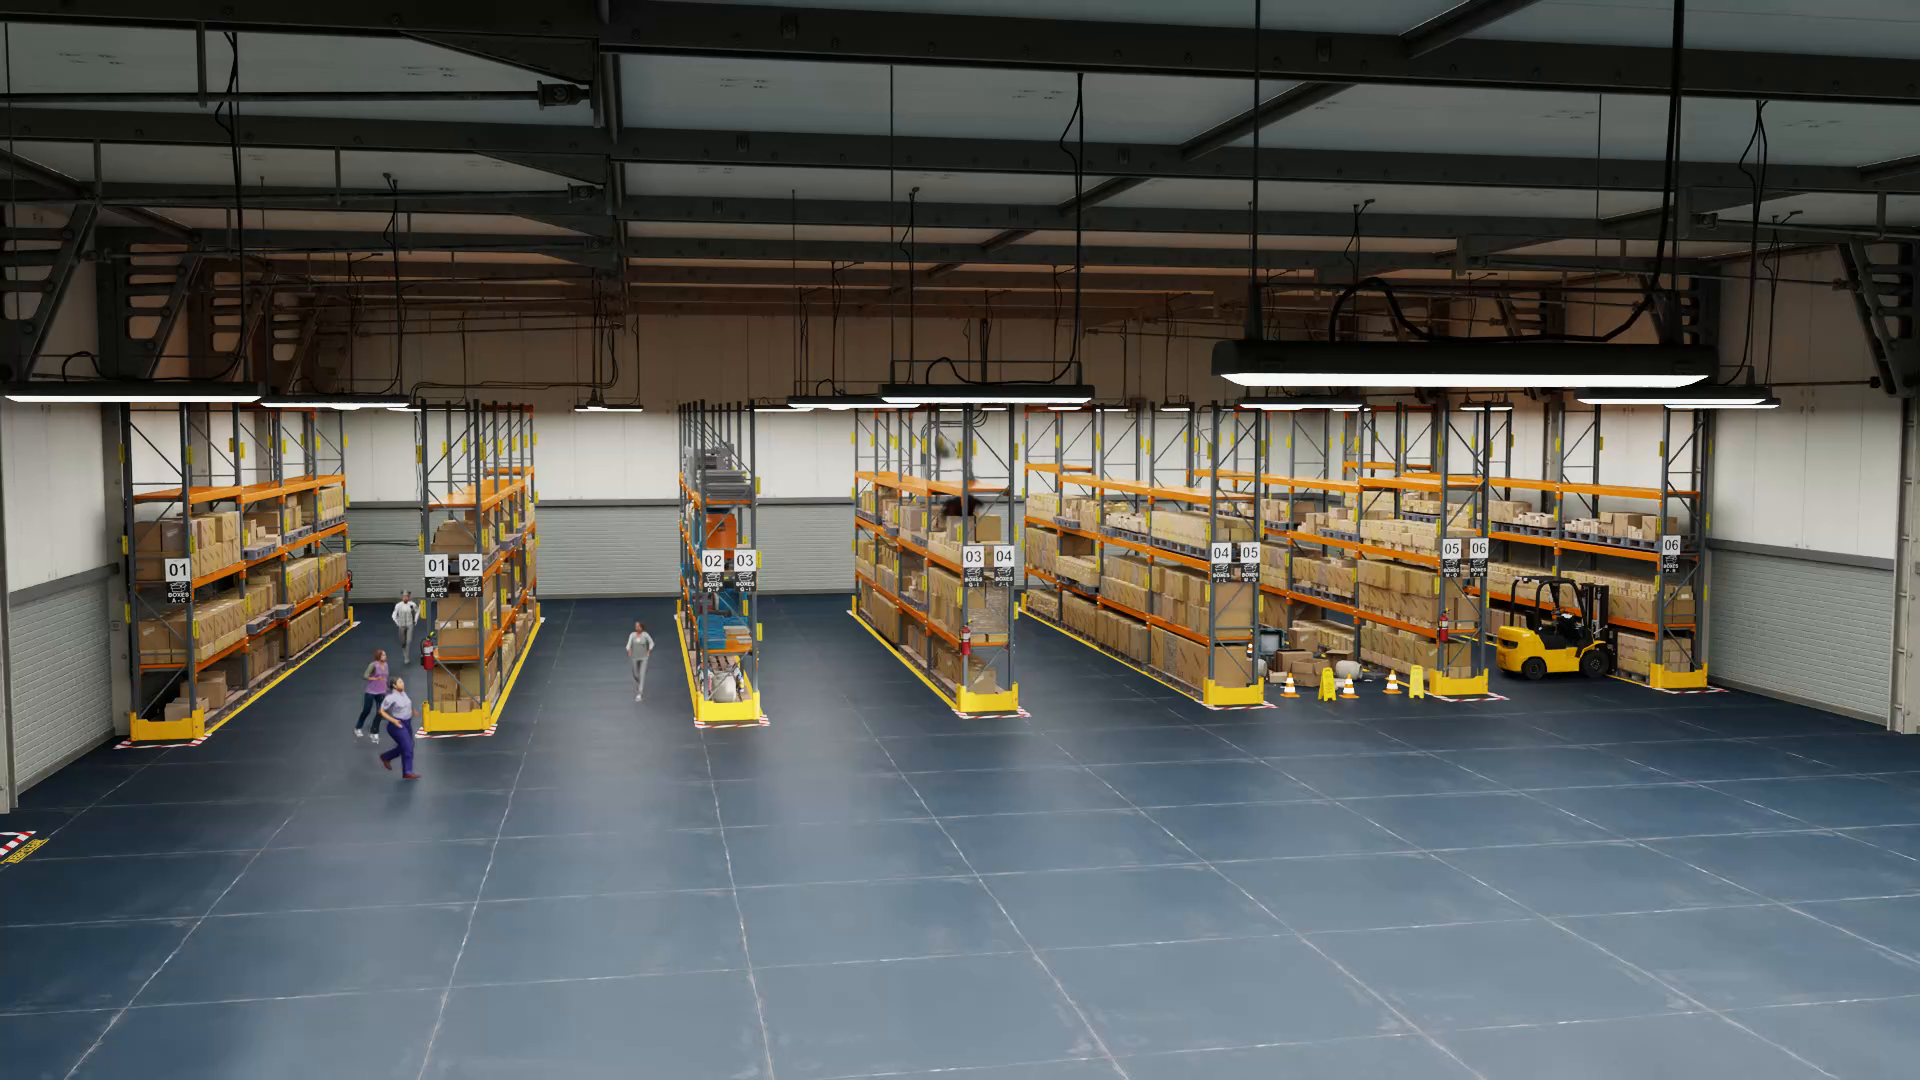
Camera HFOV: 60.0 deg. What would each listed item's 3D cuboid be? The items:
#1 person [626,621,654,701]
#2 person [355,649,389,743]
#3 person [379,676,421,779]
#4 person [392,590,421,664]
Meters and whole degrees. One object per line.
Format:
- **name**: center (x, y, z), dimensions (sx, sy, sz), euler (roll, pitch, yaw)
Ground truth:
- **person**: center (-6.454, 2.418, 33.544), dimensions (0.537, 1.587, 0.751), euler (0, 4, -3)
- **person**: center (-10.298, 2.723, 29.343), dimensions (0.702, 1.603, 0.563), euler (4, 6, 42)
- **person**: center (-8.852, 2.945, 26.174), dimensions (0.768, 1.607, 0.618), euler (1, 4, 11)
- **person**: center (-12.835, 1.991, 38.568), dimensions (0.623, 1.680, 0.765), euler (-1, 4, -15)
